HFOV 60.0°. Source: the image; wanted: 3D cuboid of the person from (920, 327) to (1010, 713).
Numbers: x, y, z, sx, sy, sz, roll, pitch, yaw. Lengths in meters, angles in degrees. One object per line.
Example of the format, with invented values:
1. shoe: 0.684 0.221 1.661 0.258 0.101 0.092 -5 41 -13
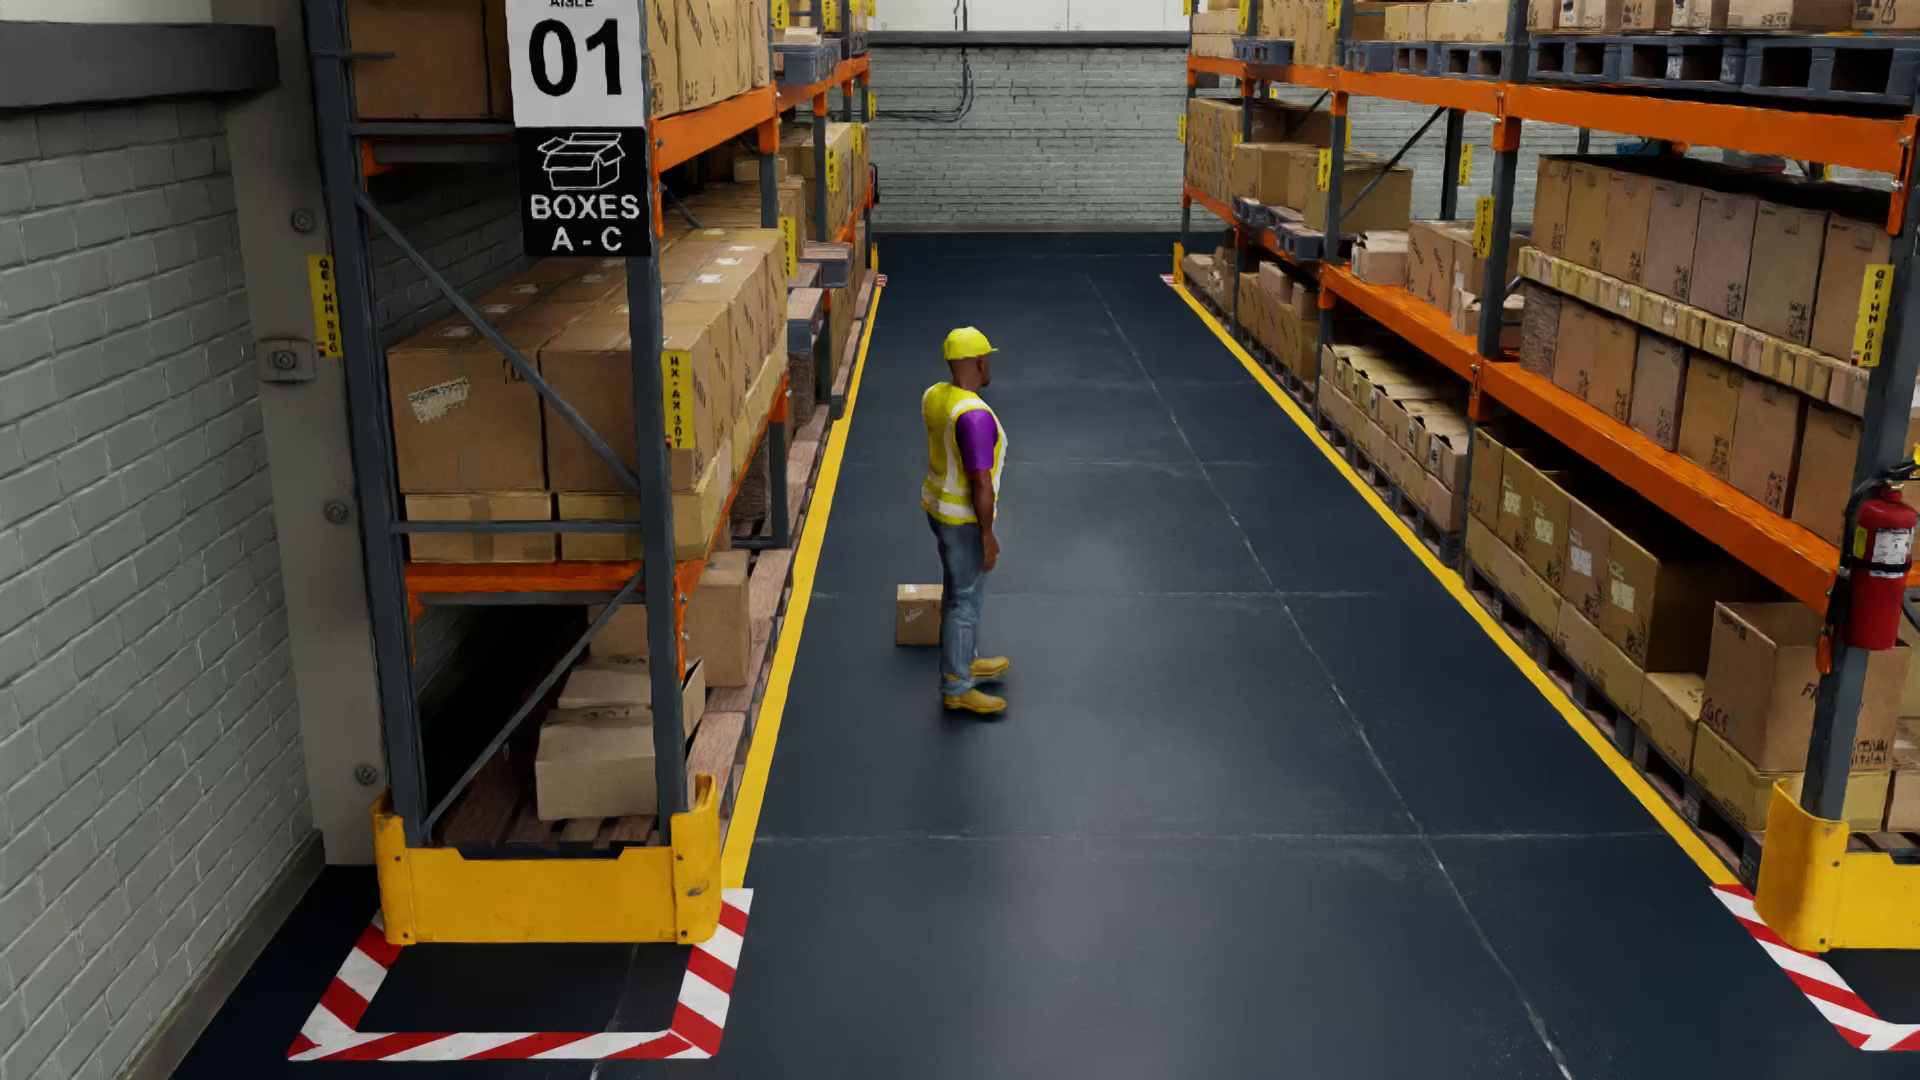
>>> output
1. person: 0.072 -0.119 7.787 0.470 1.771 0.639 -6 18 -20
